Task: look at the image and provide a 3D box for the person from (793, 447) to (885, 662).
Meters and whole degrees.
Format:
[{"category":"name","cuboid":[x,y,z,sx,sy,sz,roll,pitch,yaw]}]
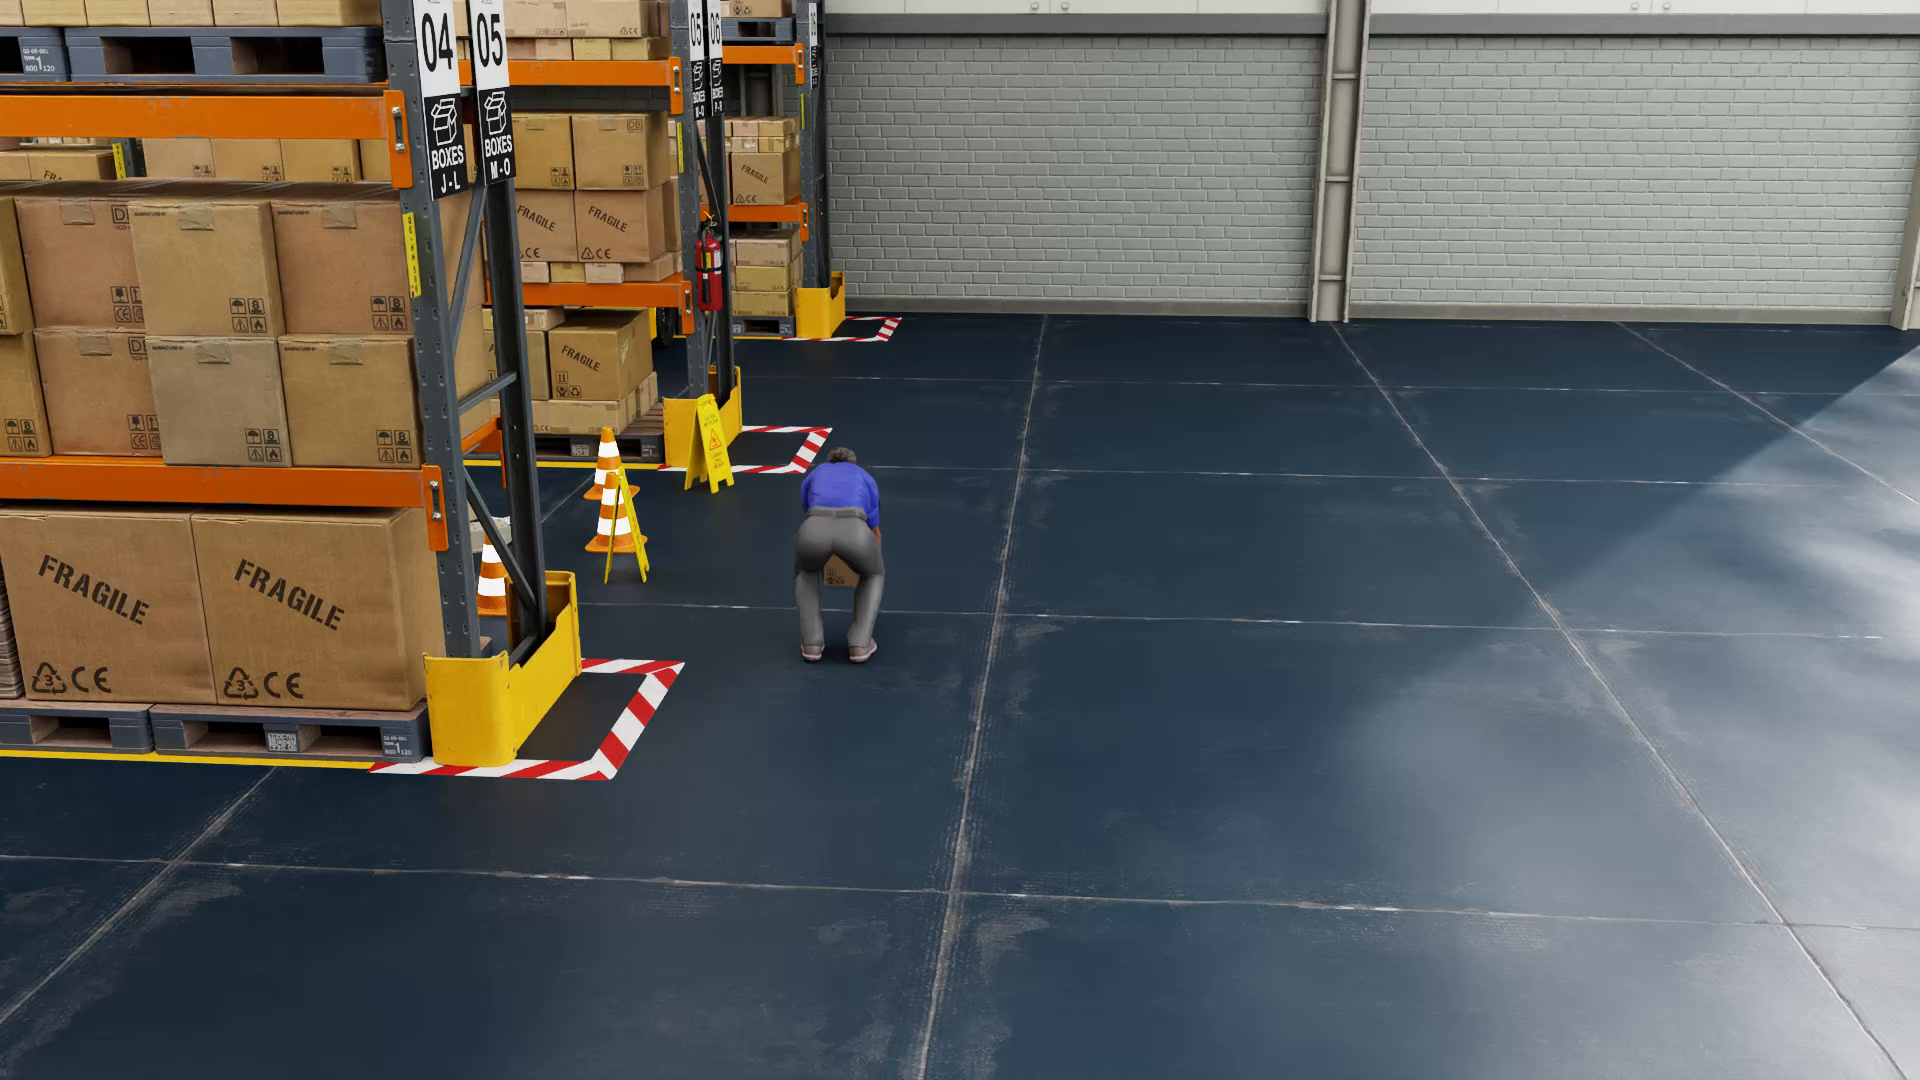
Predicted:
[{"category":"person","cuboid":[-0.616,0.071,8.477,0.468,0.971,0.861,0,18,1]}]
